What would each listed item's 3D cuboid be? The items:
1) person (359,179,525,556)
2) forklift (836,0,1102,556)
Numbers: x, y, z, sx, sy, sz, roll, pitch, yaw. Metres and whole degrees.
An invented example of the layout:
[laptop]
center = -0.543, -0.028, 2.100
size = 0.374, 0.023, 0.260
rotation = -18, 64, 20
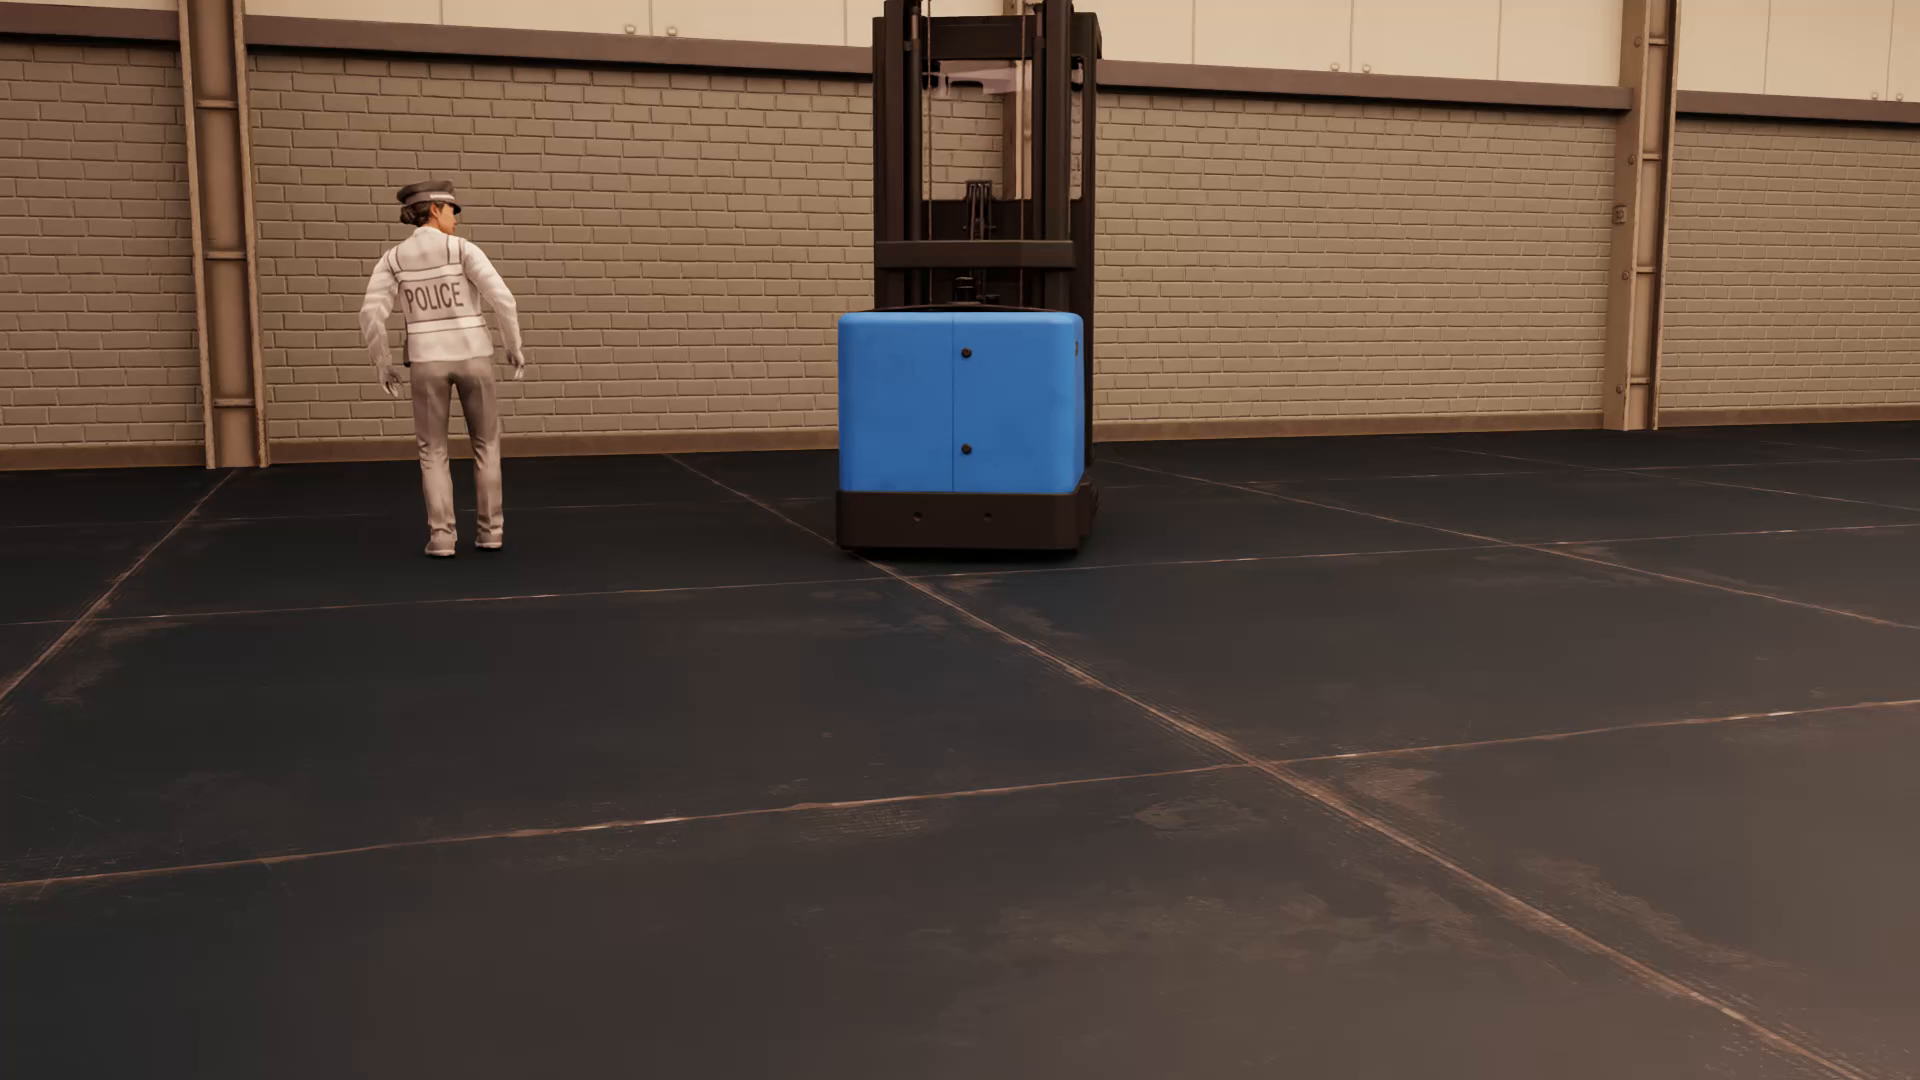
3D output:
[person]
center = -2.299, -0.764, 7.424
size = 0.694, 1.654, 0.468
rotation = -2, 8, -11
[forklift]
center = 0.148, -1.547, 8.421
size = 1.130, 2.935, 3.031
rotation = 1, 8, 7
